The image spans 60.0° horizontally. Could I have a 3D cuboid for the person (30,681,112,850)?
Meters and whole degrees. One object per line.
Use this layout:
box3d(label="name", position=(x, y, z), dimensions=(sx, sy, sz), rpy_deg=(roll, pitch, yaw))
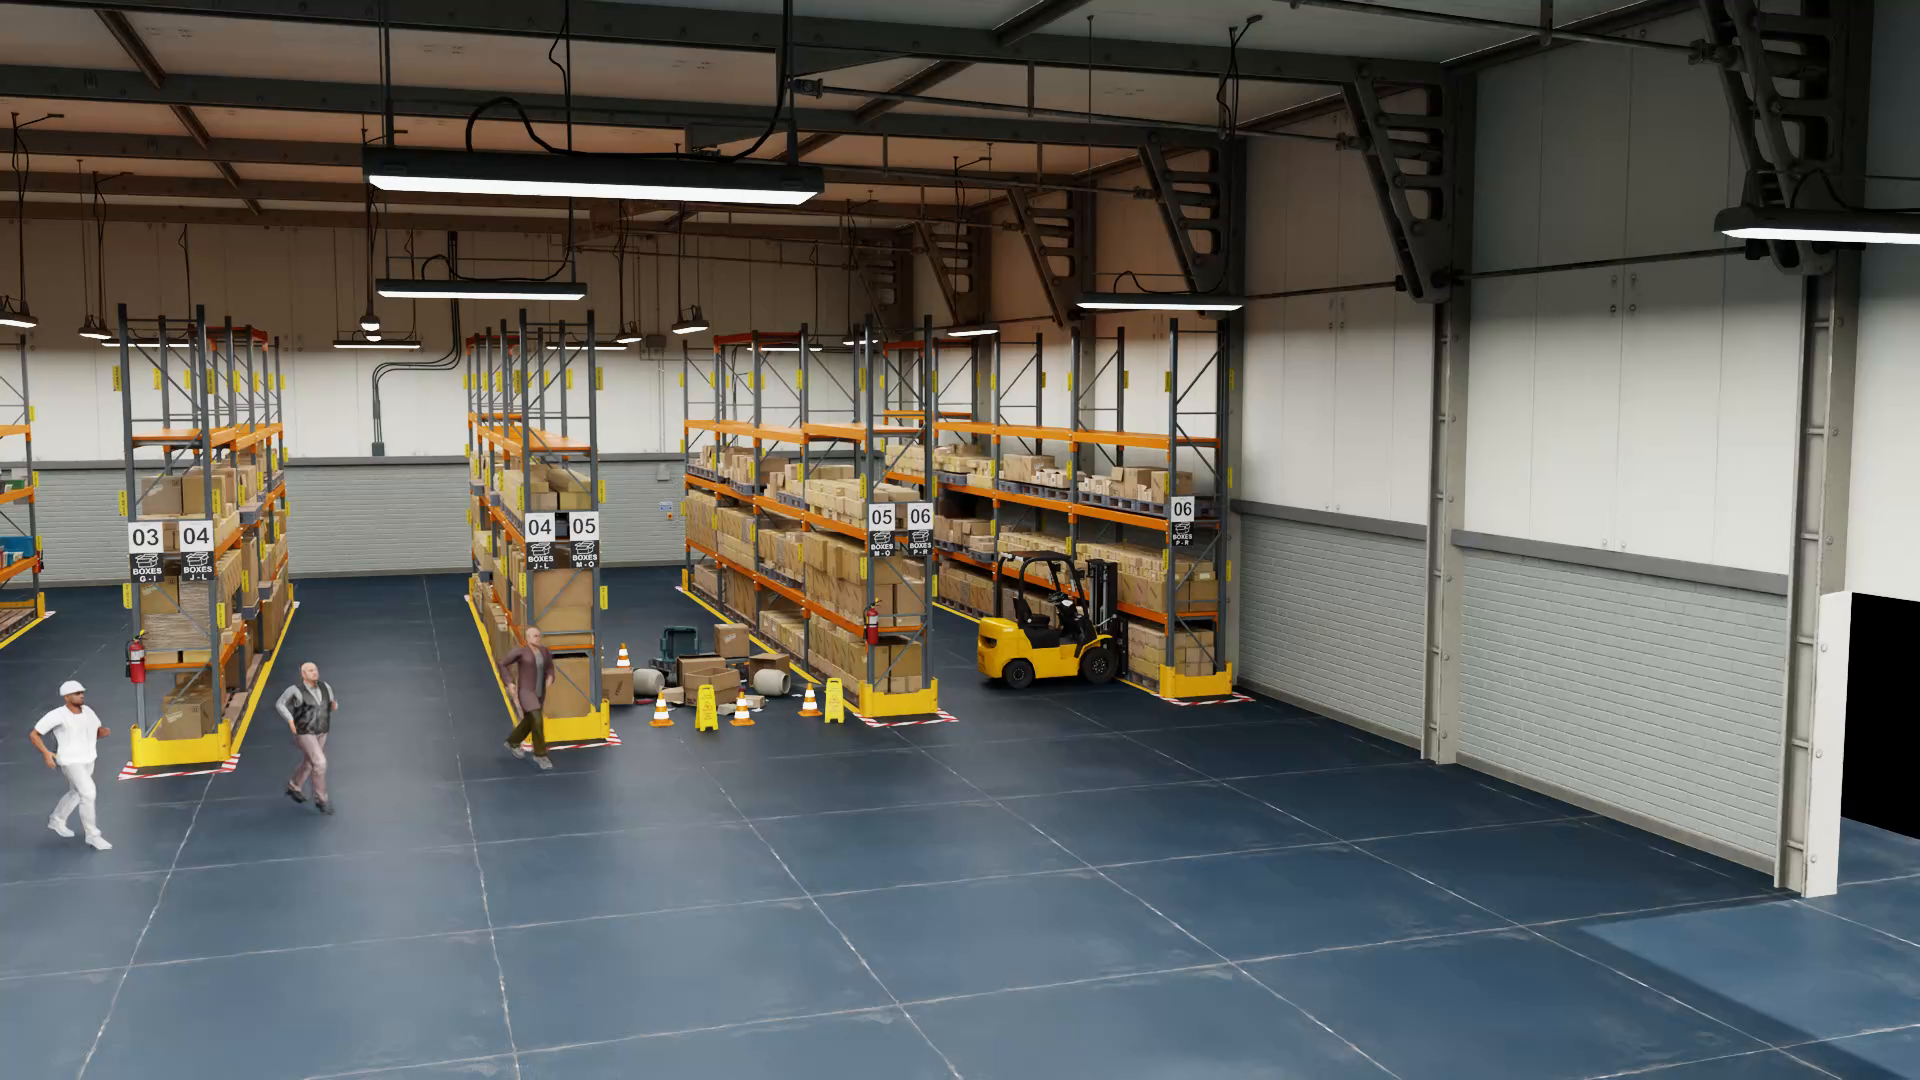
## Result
box3d(label="person", position=(-9.519, 2.409, 17.922), dimensions=(0.876, 1.802, 0.686), rpy_deg=(1, 6, 10))

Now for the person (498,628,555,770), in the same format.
box3d(label="person", position=(-5.632, 2.055, 21.824), dimensions=(0.961, 1.827, 0.707), rpy_deg=(3, 6, 30))

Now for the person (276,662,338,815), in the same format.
box3d(label="person", position=(-7.611, 2.305, 19.501), dimensions=(0.820, 1.778, 0.623), rpy_deg=(3, 6, 25))
